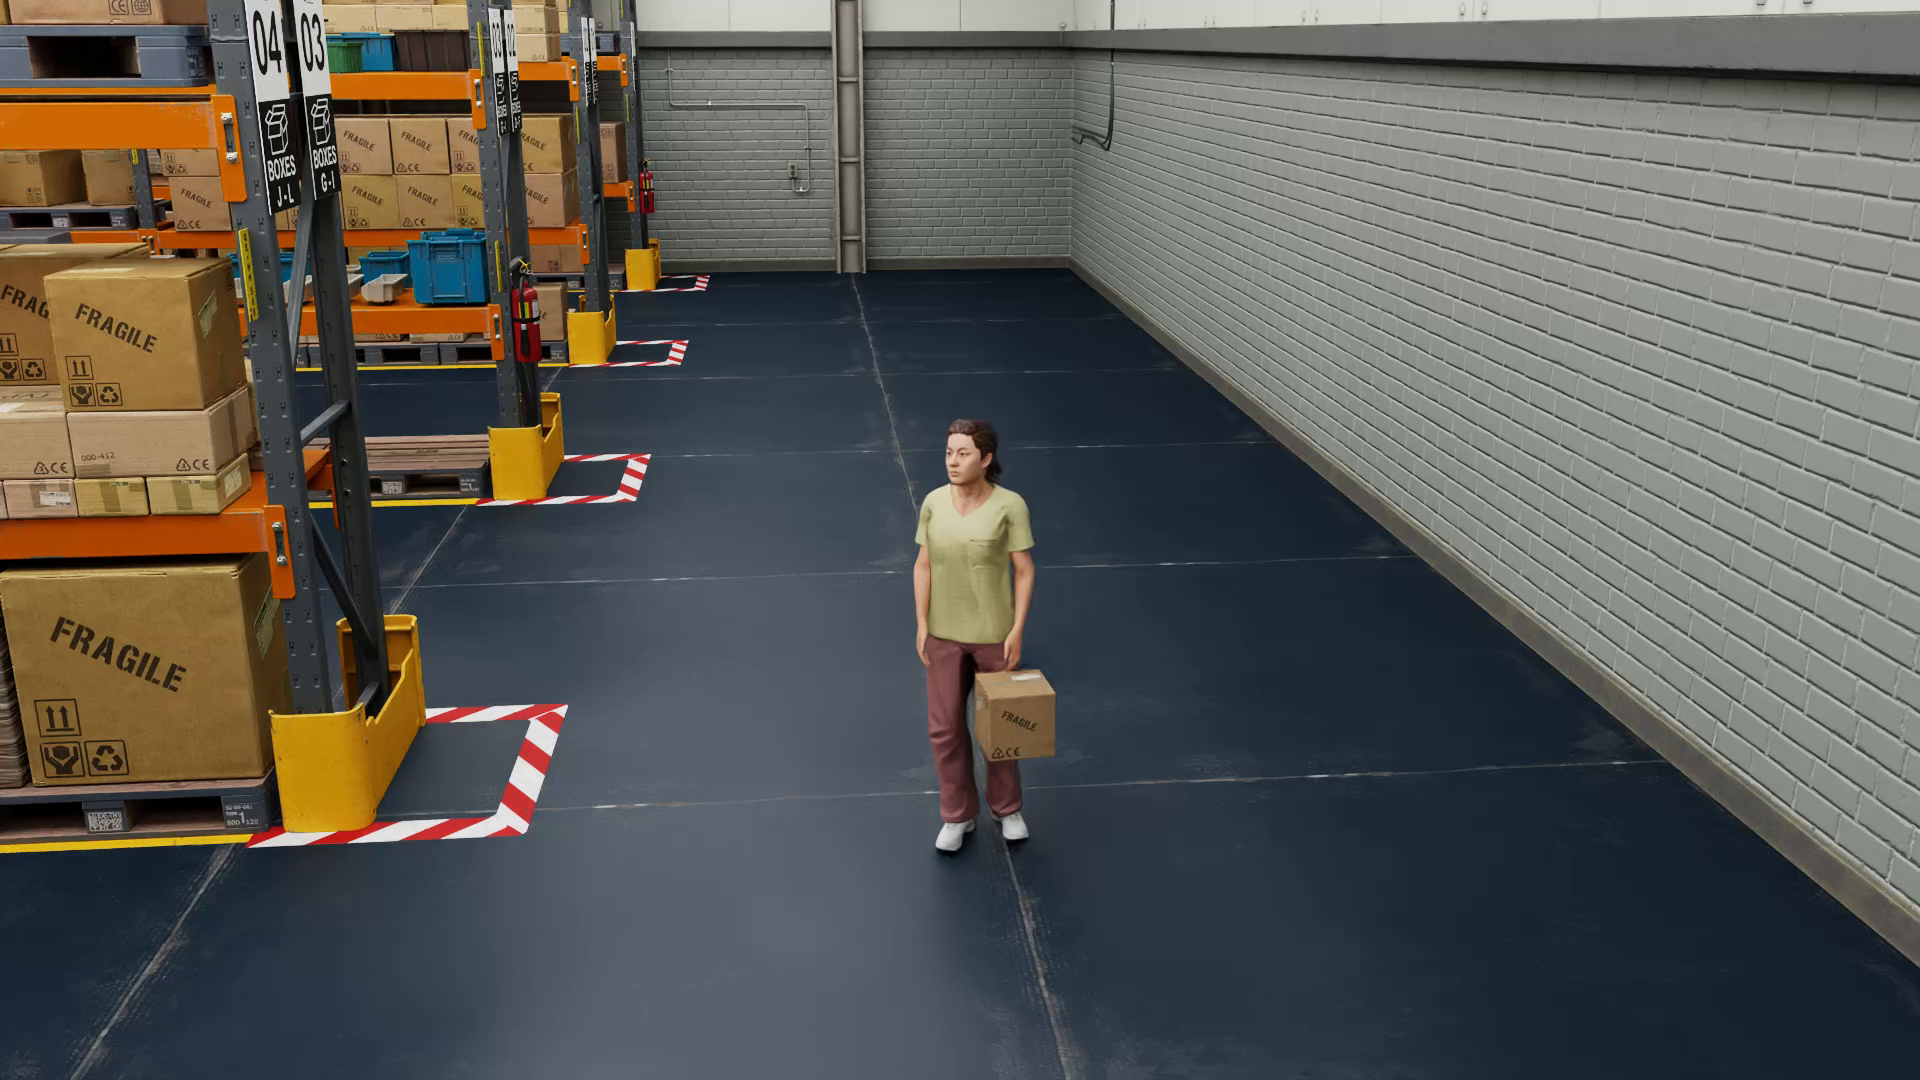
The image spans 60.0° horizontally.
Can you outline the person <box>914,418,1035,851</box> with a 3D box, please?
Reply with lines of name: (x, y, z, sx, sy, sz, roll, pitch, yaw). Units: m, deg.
person: (0.048, 0.364, 6.341, 0.473, 1.669, 0.433, 5, 17, 15)
